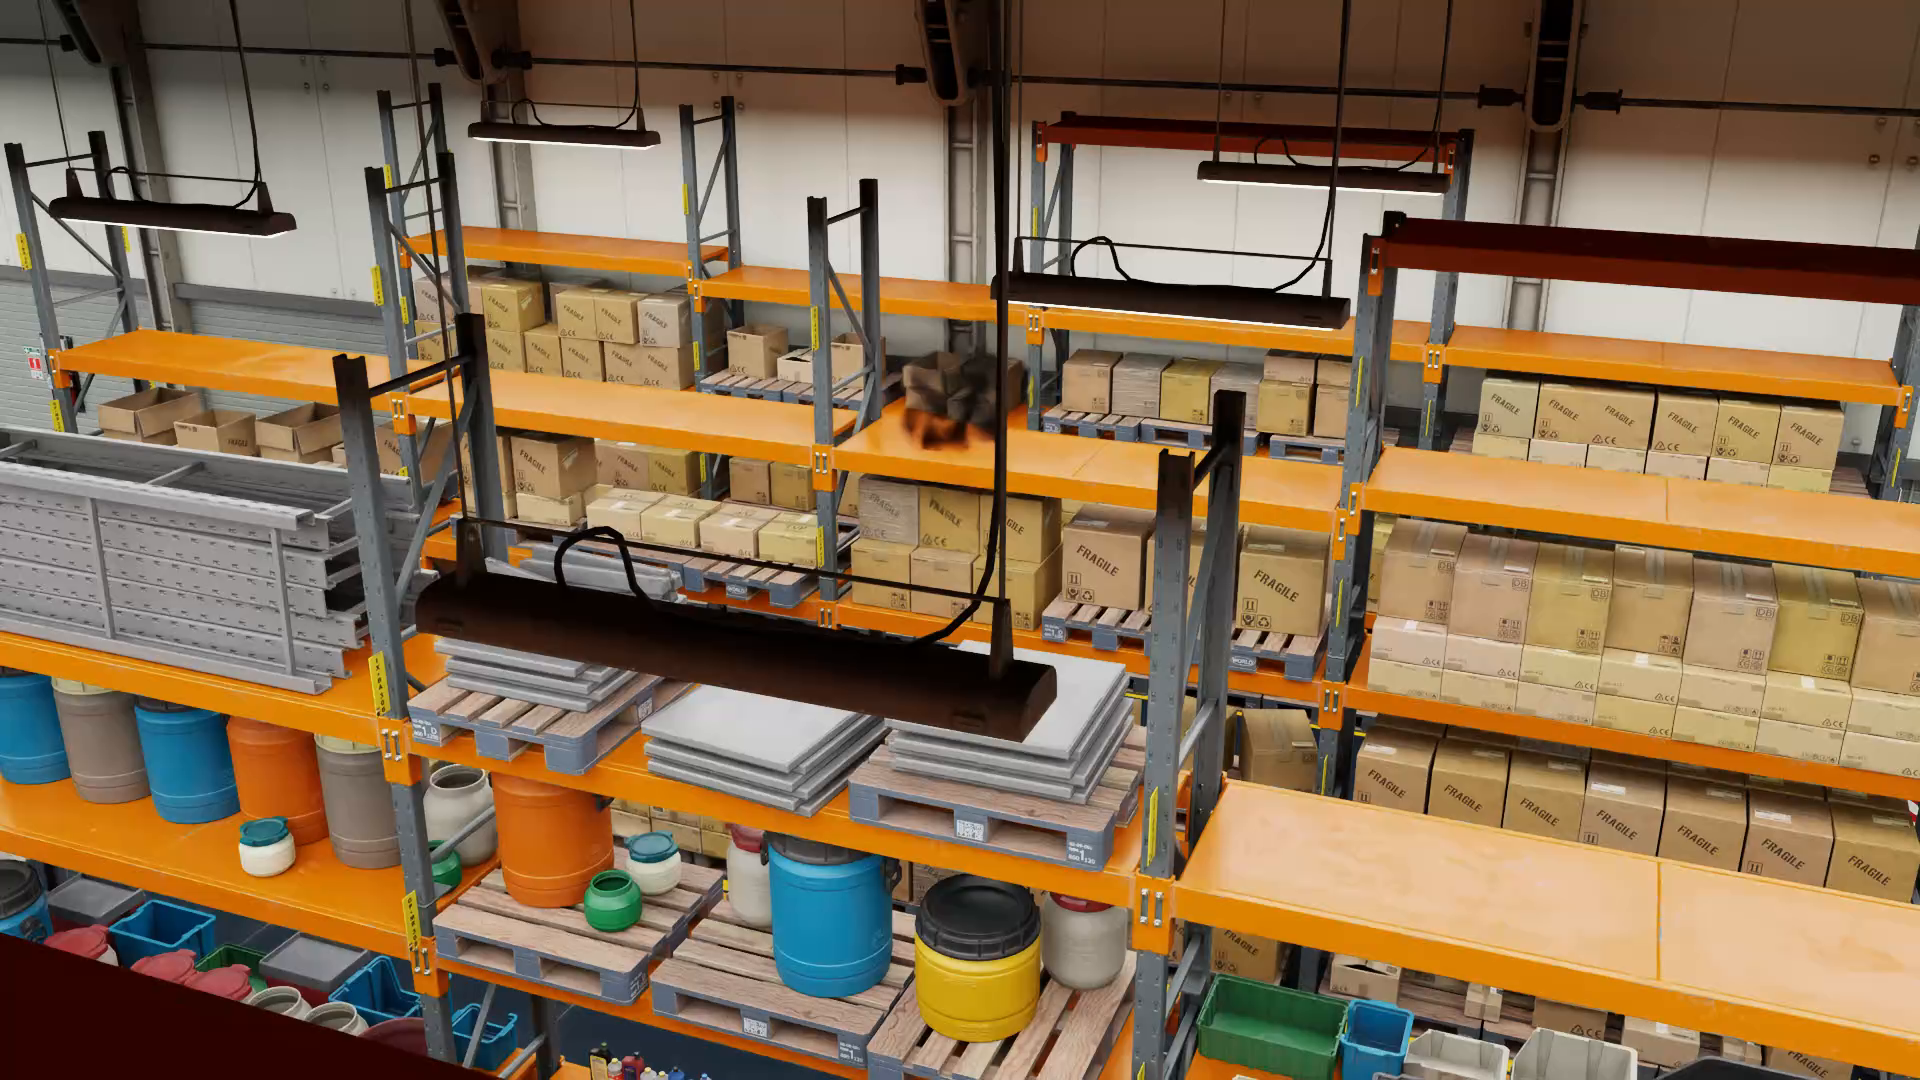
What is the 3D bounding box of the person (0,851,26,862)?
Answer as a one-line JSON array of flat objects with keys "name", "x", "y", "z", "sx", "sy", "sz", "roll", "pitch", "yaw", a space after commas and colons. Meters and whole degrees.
[{"name": "person", "x": -7.704, "y": 2.450, "z": 13.518, "sx": 0.832, "sy": 1.736, "sz": 0.716, "roll": 4, "pitch": 21, "yaw": 10}]
